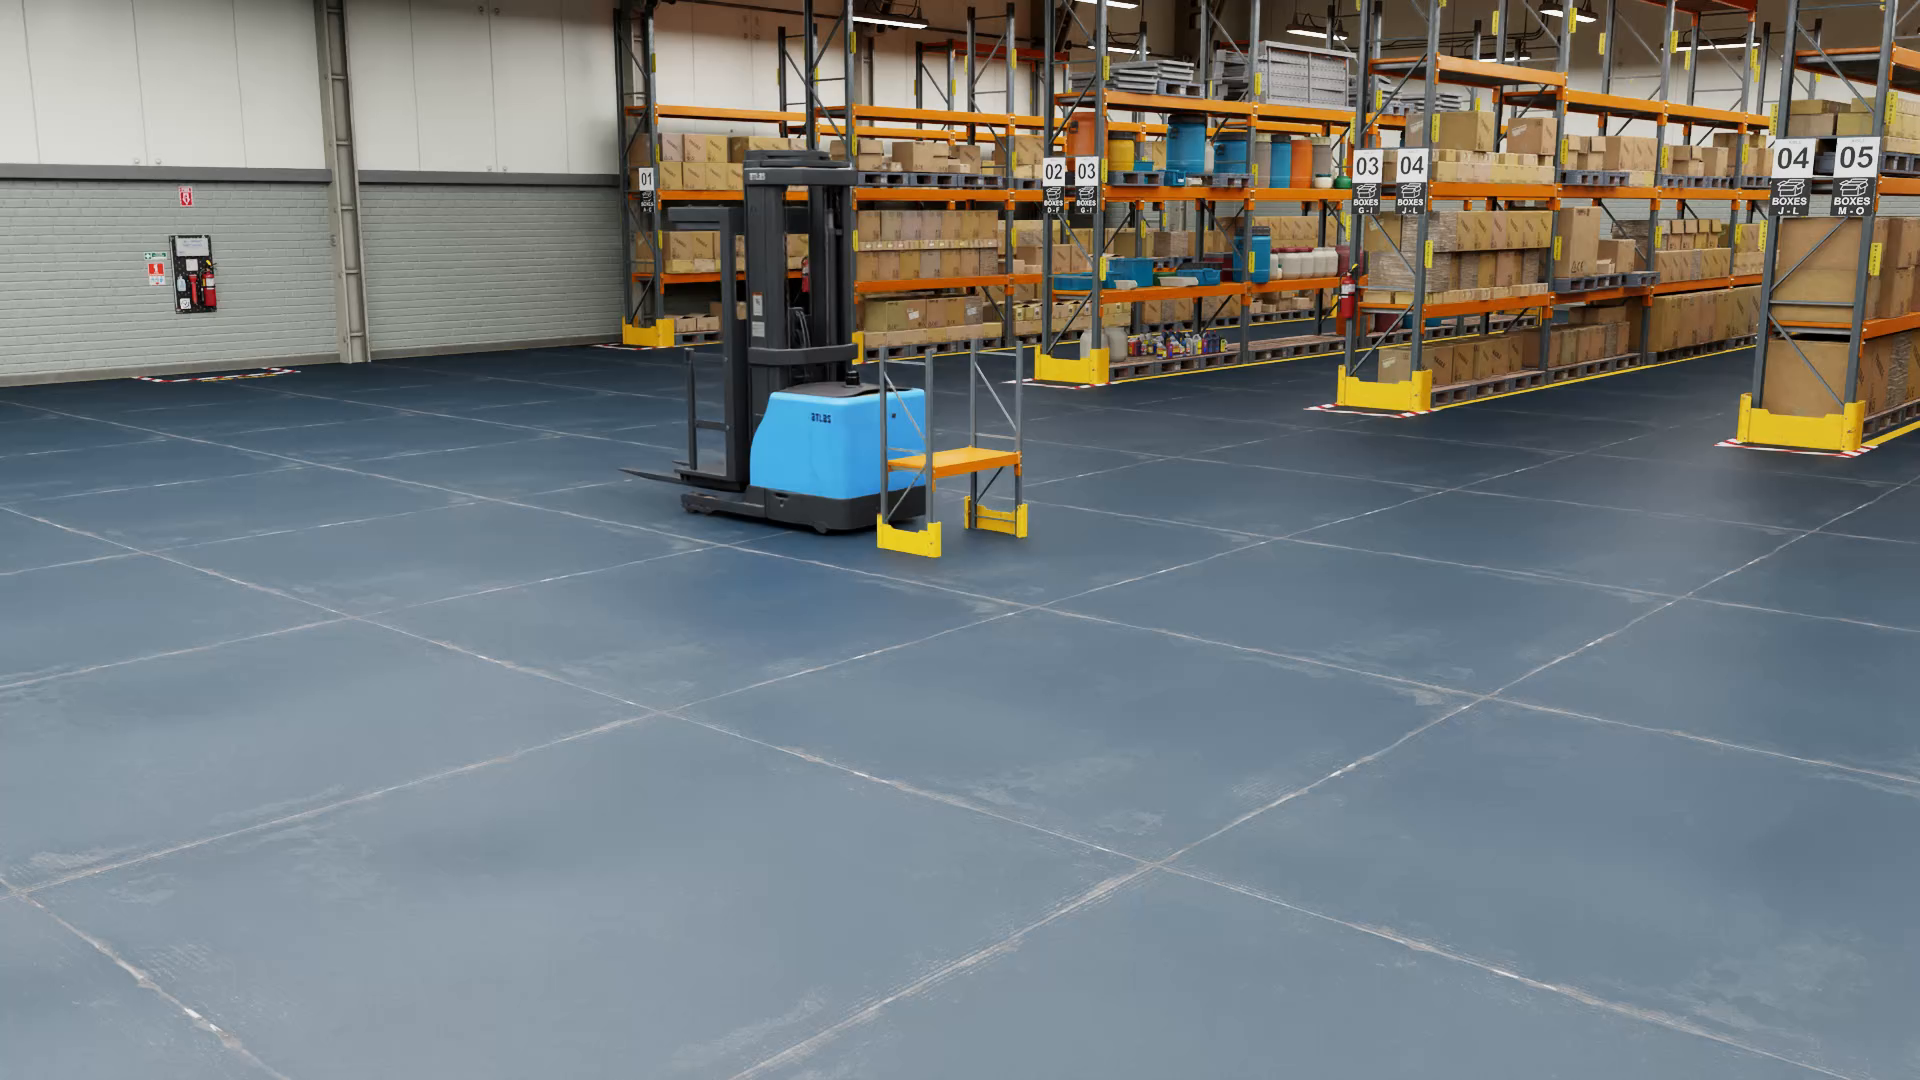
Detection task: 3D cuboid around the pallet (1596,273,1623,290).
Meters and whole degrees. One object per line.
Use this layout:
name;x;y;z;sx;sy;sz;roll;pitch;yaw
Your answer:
pallet;9.346;-3.941;25.274;1.003;0.211;1.213;10;15;40

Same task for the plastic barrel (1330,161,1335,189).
plastic barrel;6.466;-6.492;29.611;0.421;0.512;0.421;0;11;0

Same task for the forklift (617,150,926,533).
forklift;-1.685;-1.706;13.769;3.031;2.935;1.130;10;15;40

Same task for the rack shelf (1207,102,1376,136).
rack shelf;5.581;-7.071;27.995;1.077;0.370;4.000;10;15;40

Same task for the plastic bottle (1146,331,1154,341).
plastic bottle;3.011;-3.145;26.438;0.144;0.351;0.185;10;15;40

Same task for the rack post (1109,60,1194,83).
rack post;2.876;-6.989;24.921;0.937;0.300;0.954;9;15;39

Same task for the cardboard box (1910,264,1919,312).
cardboard box;11.060;-3.021;19.795;0.875;0.550;0.550;10;15;40

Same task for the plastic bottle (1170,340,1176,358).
plastic bottle;3.278;-2.950;25.664;0.097;0.271;0.097;0;11;0

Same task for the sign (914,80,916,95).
sign;-0.960;-9.802;36.021;0.100;0.325;0.005;10;15;40

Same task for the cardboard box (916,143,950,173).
cardboard box;-0.639;-6.595;28.719;0.637;0.503;0.797;-10;15;-41

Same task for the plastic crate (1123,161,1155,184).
plastic crate;2.653;-5.578;25.361;0.392;0.384;0.575;10;15;40

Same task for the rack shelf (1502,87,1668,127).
rack shelf;9.302;-6.430;24.789;1.077;0.370;4.000;10;15;40

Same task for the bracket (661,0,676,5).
bracket;-5.468;-10.013;30.678;0.235;0.232;0.430;10;15;40

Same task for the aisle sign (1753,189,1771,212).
aisle sign;15.725;-6.833;32.626;0.394;0.787;0.004;10;15;40

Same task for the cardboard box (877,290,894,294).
cardboard box;-1.735;-5.346;35.162;0.500;0.250;0.500;10;15;40

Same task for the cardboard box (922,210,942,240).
cardboard box;-0.739;-5.422;28.632;0.700;0.500;0.500;10;15;40

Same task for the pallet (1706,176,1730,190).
pallet;12.694;-6.156;28.704;0.805;0.209;1.217;9;14;38

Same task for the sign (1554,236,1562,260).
sign;8.394;-4.099;23.363;0.100;0.325;0.005;10;15;40

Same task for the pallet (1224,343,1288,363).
pallet;4.750;-3.137;27.877;1.003;0.211;1.213;10;15;40

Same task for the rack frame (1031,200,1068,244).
rack frame;2.100;-6.841;39.306;1.000;3.000;0.127;10;15;40

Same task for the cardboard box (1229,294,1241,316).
cardboard box;5.713;-5.082;35.755;0.500;0.500;0.500;10;15;40

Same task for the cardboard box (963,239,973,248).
cardboard box;0.016;-5.210;29.227;0.380;0.149;0.250;10;15;40

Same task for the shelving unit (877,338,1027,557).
shelving unit;-0.050;-0.724;12.508;0.587;1.500;1.083;10;15;40

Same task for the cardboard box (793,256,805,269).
cardboard box;-3.266;-5.492;32.881;0.500;0.250;0.500;10;15;40

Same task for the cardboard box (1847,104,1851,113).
cardboard box;9.638;-4.735;18.378;0.380;0.149;0.250;10;15;41

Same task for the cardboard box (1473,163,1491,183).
cardboard box;6.519;-4.739;21.502;0.500;0.250;0.500;10;15;40

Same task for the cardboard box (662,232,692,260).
cardboard box;-5.280;-5.411;30.563;0.500;0.500;0.500;10;15;40

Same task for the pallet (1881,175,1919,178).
pallet;11.093;-4.395;19.628;1.003;0.211;1.213;10;15;40

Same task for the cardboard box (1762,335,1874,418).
cardboard box;9.398;-1.771;18.271;0.875;0.875;0.875;10;15;41

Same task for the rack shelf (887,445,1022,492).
rack shelf;-0.056;-0.547;12.537;0.538;0.185;1.000;10;15;40

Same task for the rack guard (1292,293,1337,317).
rack guard;8.414;-5.553;39.237;1.175;0.500;0.348;10;15;40

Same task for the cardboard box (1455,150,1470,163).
cardboard box;6.248;-4.868;21.131;0.380;0.149;0.250;11;15;43

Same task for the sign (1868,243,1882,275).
sign;9.413;-2.889;17.106;0.100;0.325;0.005;10;15;40

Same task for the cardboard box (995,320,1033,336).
cardboard box;0.995;-3.909;30.574;0.500;0.250;0.500;9;15;39

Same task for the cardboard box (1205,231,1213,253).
cardboard box;4.937;-6.306;35.299;0.500;0.500;0.700;-9;15;-39

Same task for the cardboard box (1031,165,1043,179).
cardboard box;1.317;-6.798;30.743;0.500;0.250;0.500;8;14;35

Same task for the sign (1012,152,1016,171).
sign;0.961;-6.716;29.499;0.100;0.325;0.005;10;15;40

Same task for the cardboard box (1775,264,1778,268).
cardboard box;15.242;-5.140;31.429;0.380;0.149;0.250;9;15;39

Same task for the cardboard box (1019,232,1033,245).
cardboard box;1.318;-6.796;38.015;0.500;0.500;0.500;10;15;40

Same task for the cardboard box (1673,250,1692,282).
cardboard box;11.822;-4.569;27.673;0.500;0.500;0.500;9;15;39

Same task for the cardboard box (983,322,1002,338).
cardboard box;0.401;-3.786;29.954;0.500;0.250;0.500;10;15;40

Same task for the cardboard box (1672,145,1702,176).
cardboard box;11.955;-6.363;27.914;0.797;0.503;0.637;10;15;40

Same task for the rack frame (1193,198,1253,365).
rack frame;4.261;-4.384;27.000;1.000;3.000;0.127;10;15;40

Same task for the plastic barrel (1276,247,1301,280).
plastic barrel;5.542;-4.671;28.090;0.433;0.535;0.433;0;11;0

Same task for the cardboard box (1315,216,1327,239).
cardboard box;8.044;-7.154;38.062;0.500;0.500;0.500;10;15;42

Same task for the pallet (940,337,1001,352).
pallet;-0.014;-3.546;29.924;1.003;0.211;1.213;10;15;40

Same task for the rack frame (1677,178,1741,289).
rack frame;13.263;-4.920;29.687;1.000;3.000;0.127;10;15;40

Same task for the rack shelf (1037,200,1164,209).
rack shelf;3.420;-8.254;40.556;1.077;0.370;4.000;10;15;40

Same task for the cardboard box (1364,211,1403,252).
cardboard box;5.519;-3.953;21.276;0.500;0.500;0.500;10;15;40

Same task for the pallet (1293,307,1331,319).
pallet;7.888;-5.294;38.678;1.003;0.211;1.213;10;15;40

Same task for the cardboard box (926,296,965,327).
cardboard box;-0.265;-4.007;29.149;0.500;0.500;0.500;10;15;40

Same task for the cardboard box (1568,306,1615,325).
cardboard box;9.860;-3.508;25.958;0.500;0.250;0.500;-10;15;-41

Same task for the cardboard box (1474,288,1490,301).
cardboard box;6.772;-3.251;21.970;0.380;0.149;0.250;10;15;40
